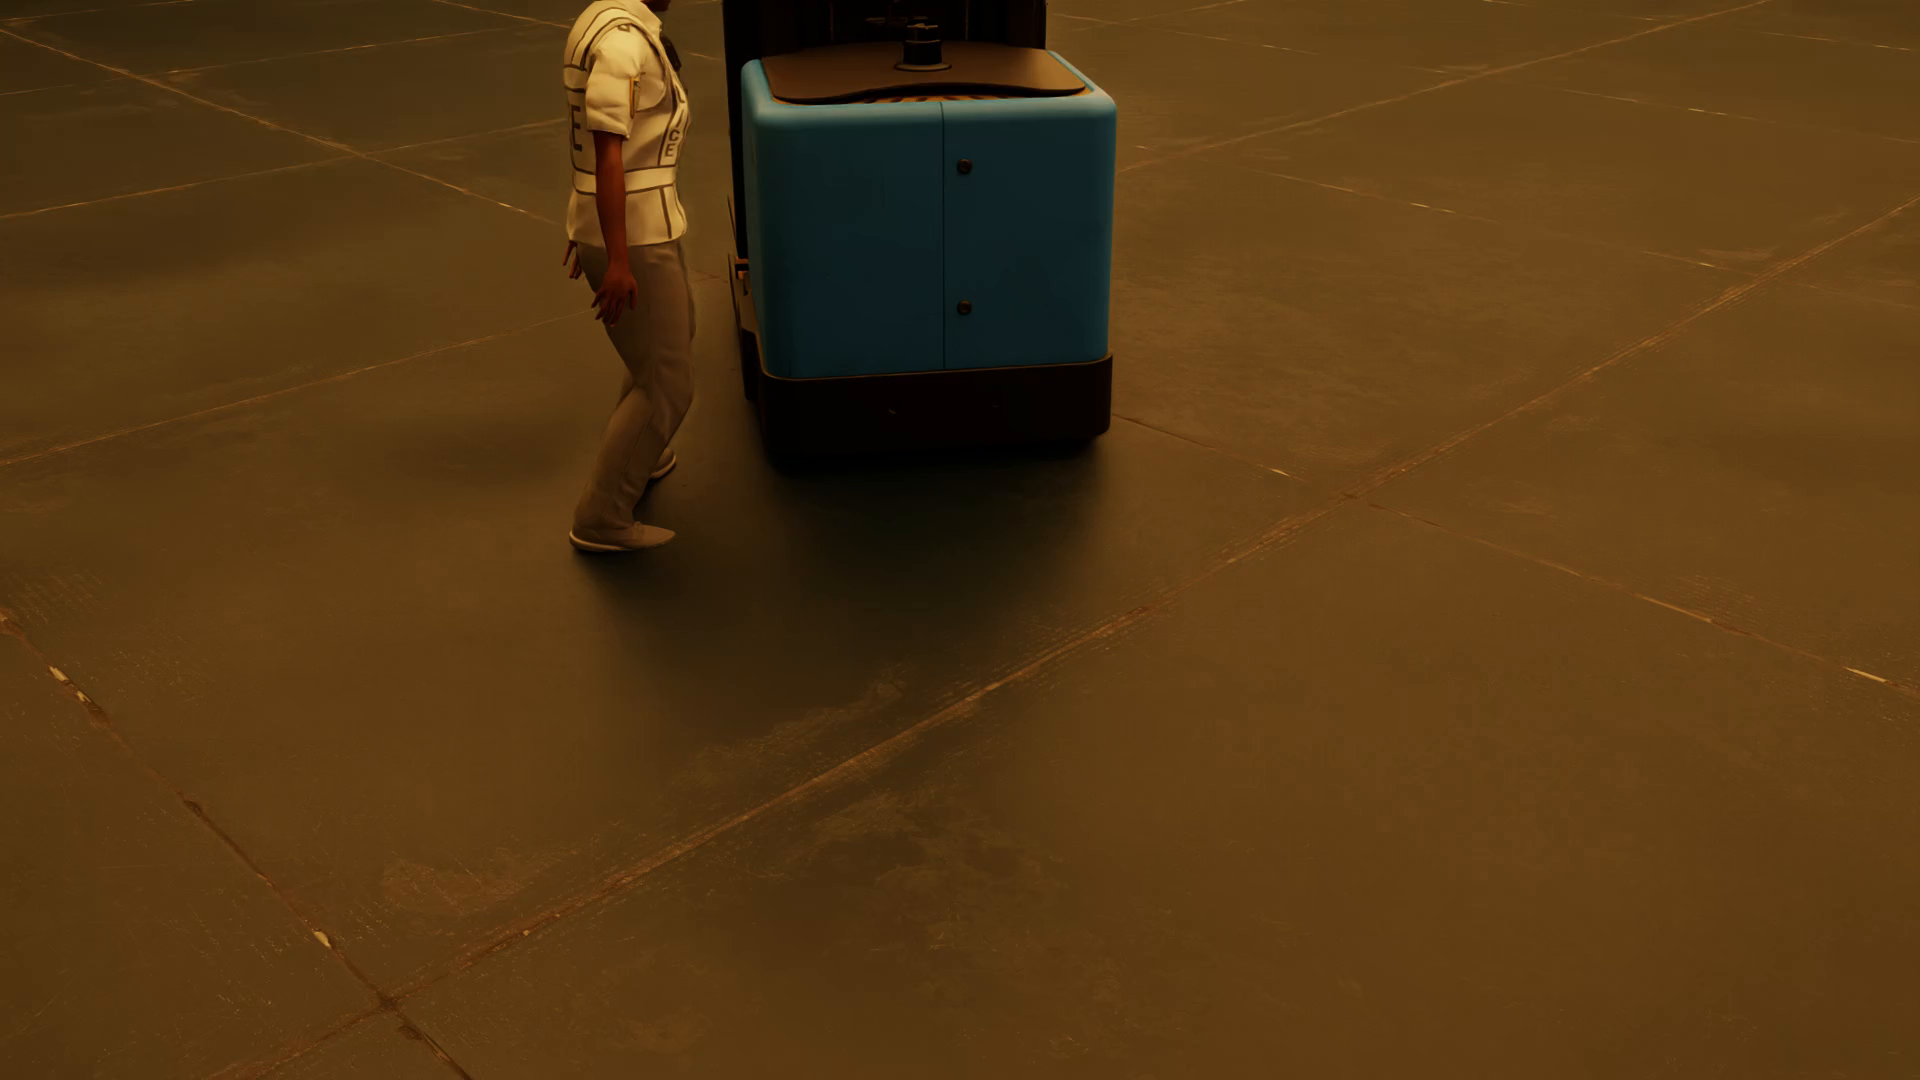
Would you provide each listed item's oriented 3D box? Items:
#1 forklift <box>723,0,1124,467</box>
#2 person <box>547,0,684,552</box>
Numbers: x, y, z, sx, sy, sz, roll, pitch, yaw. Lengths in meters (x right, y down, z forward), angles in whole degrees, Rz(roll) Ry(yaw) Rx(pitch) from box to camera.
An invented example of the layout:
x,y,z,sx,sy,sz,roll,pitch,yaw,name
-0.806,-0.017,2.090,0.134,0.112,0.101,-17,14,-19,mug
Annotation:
x,y,z,sx,sy,sz,roll,pitch,yaw,name
-0.281,-2.151,5.599,1.130,2.935,3.031,-4,26,-9,forklift
-0.887,-0.781,4.319,0.423,1.632,0.804,-7,27,-15,person
